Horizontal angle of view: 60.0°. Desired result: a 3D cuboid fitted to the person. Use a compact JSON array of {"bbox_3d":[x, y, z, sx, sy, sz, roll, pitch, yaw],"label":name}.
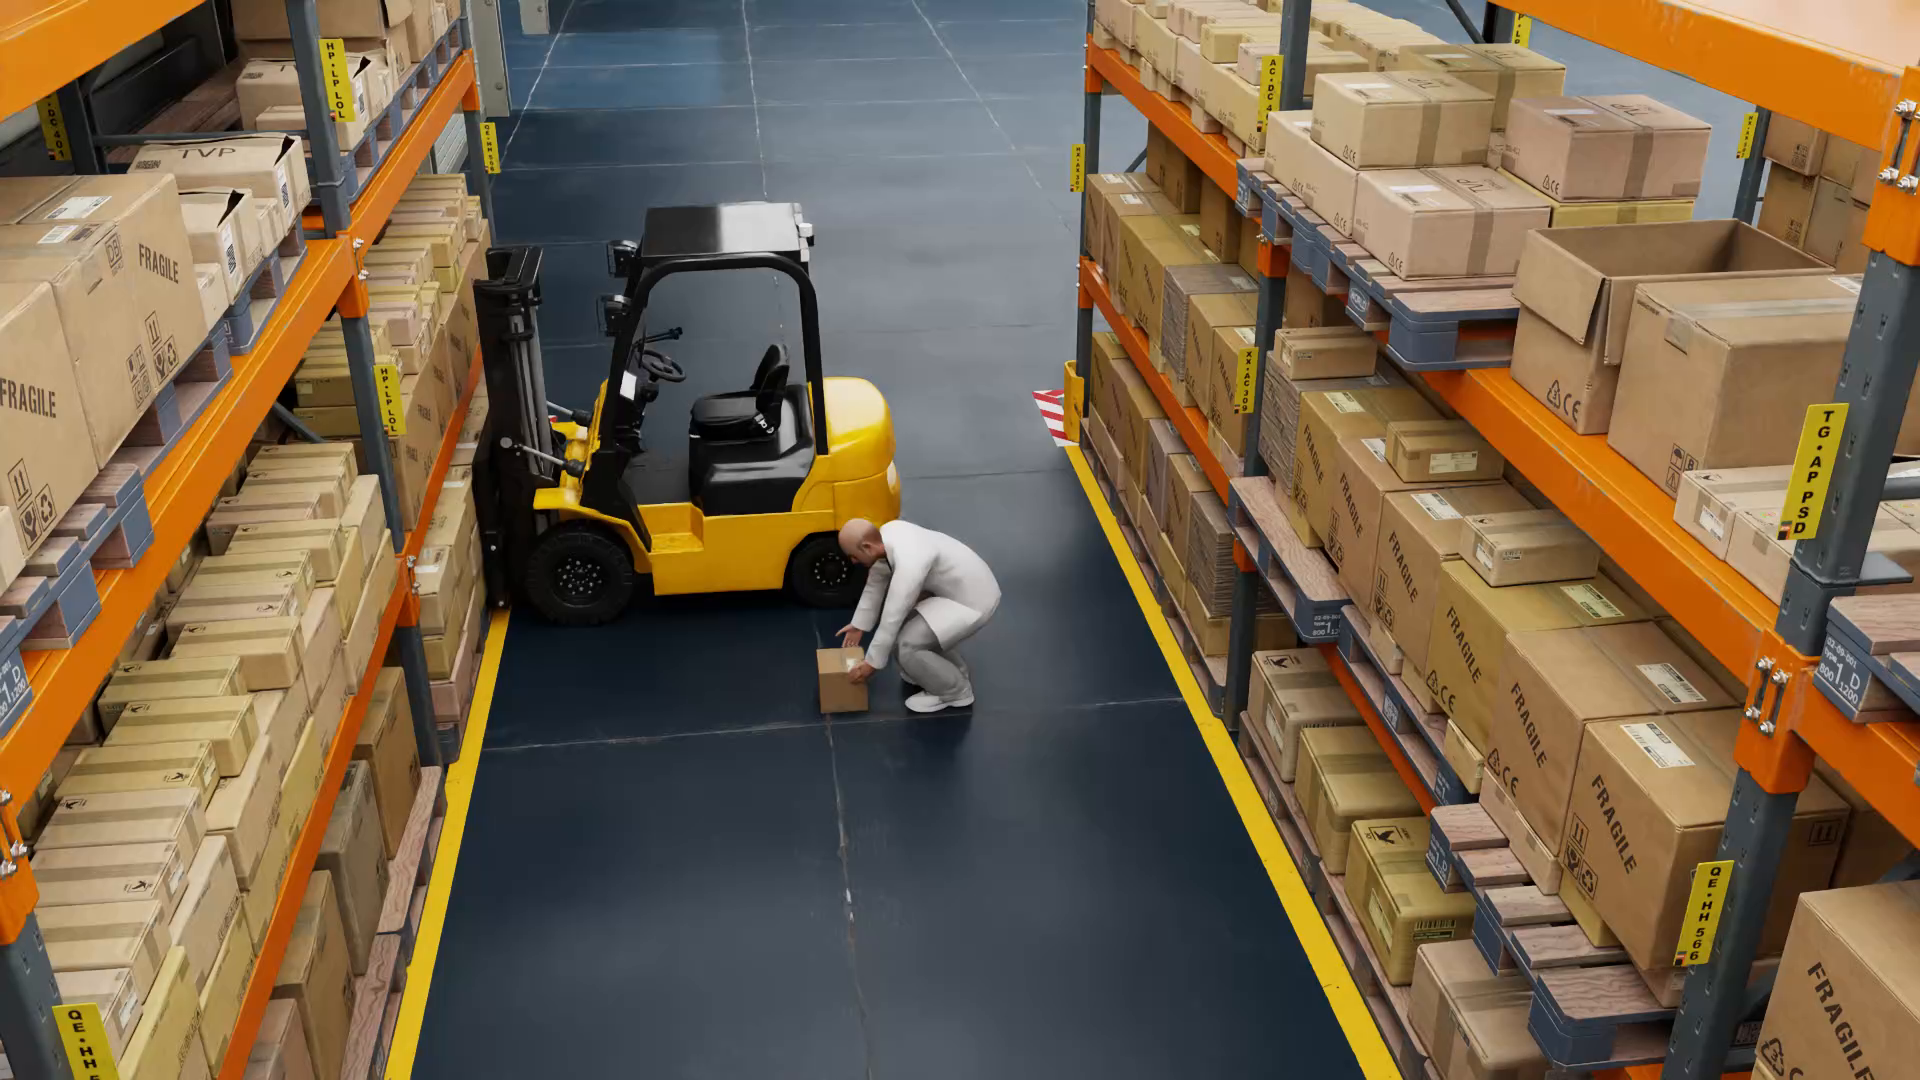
[{"bbox_3d":[-0.215,0.359,8.698,0.865,1.081,0.616,-4,27,-7],"label":"person"}]
